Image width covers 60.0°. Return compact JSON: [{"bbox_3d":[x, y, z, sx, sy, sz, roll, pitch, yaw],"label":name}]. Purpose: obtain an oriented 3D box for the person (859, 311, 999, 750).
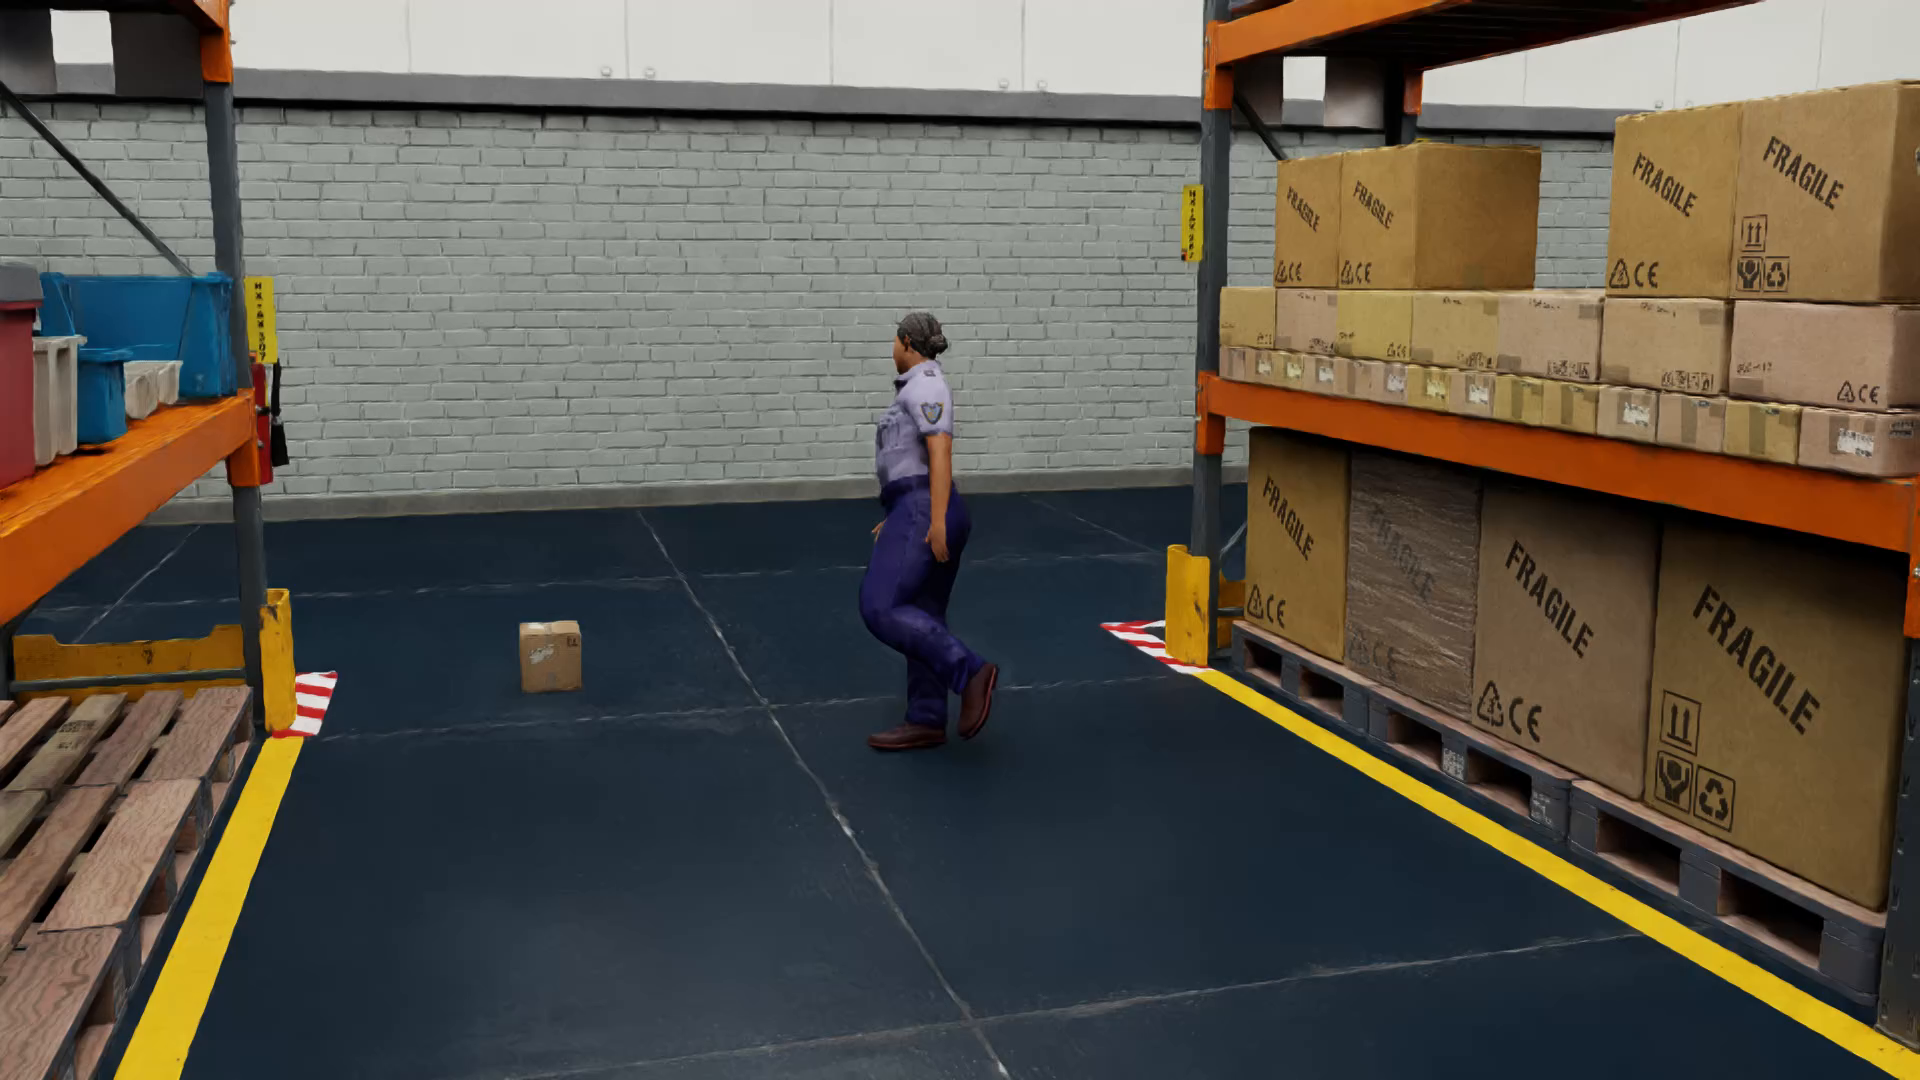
[{"bbox_3d":[-0.124,-0.039,6.221,0.495,1.611,0.690,0,9,-1],"label":"person"}]
